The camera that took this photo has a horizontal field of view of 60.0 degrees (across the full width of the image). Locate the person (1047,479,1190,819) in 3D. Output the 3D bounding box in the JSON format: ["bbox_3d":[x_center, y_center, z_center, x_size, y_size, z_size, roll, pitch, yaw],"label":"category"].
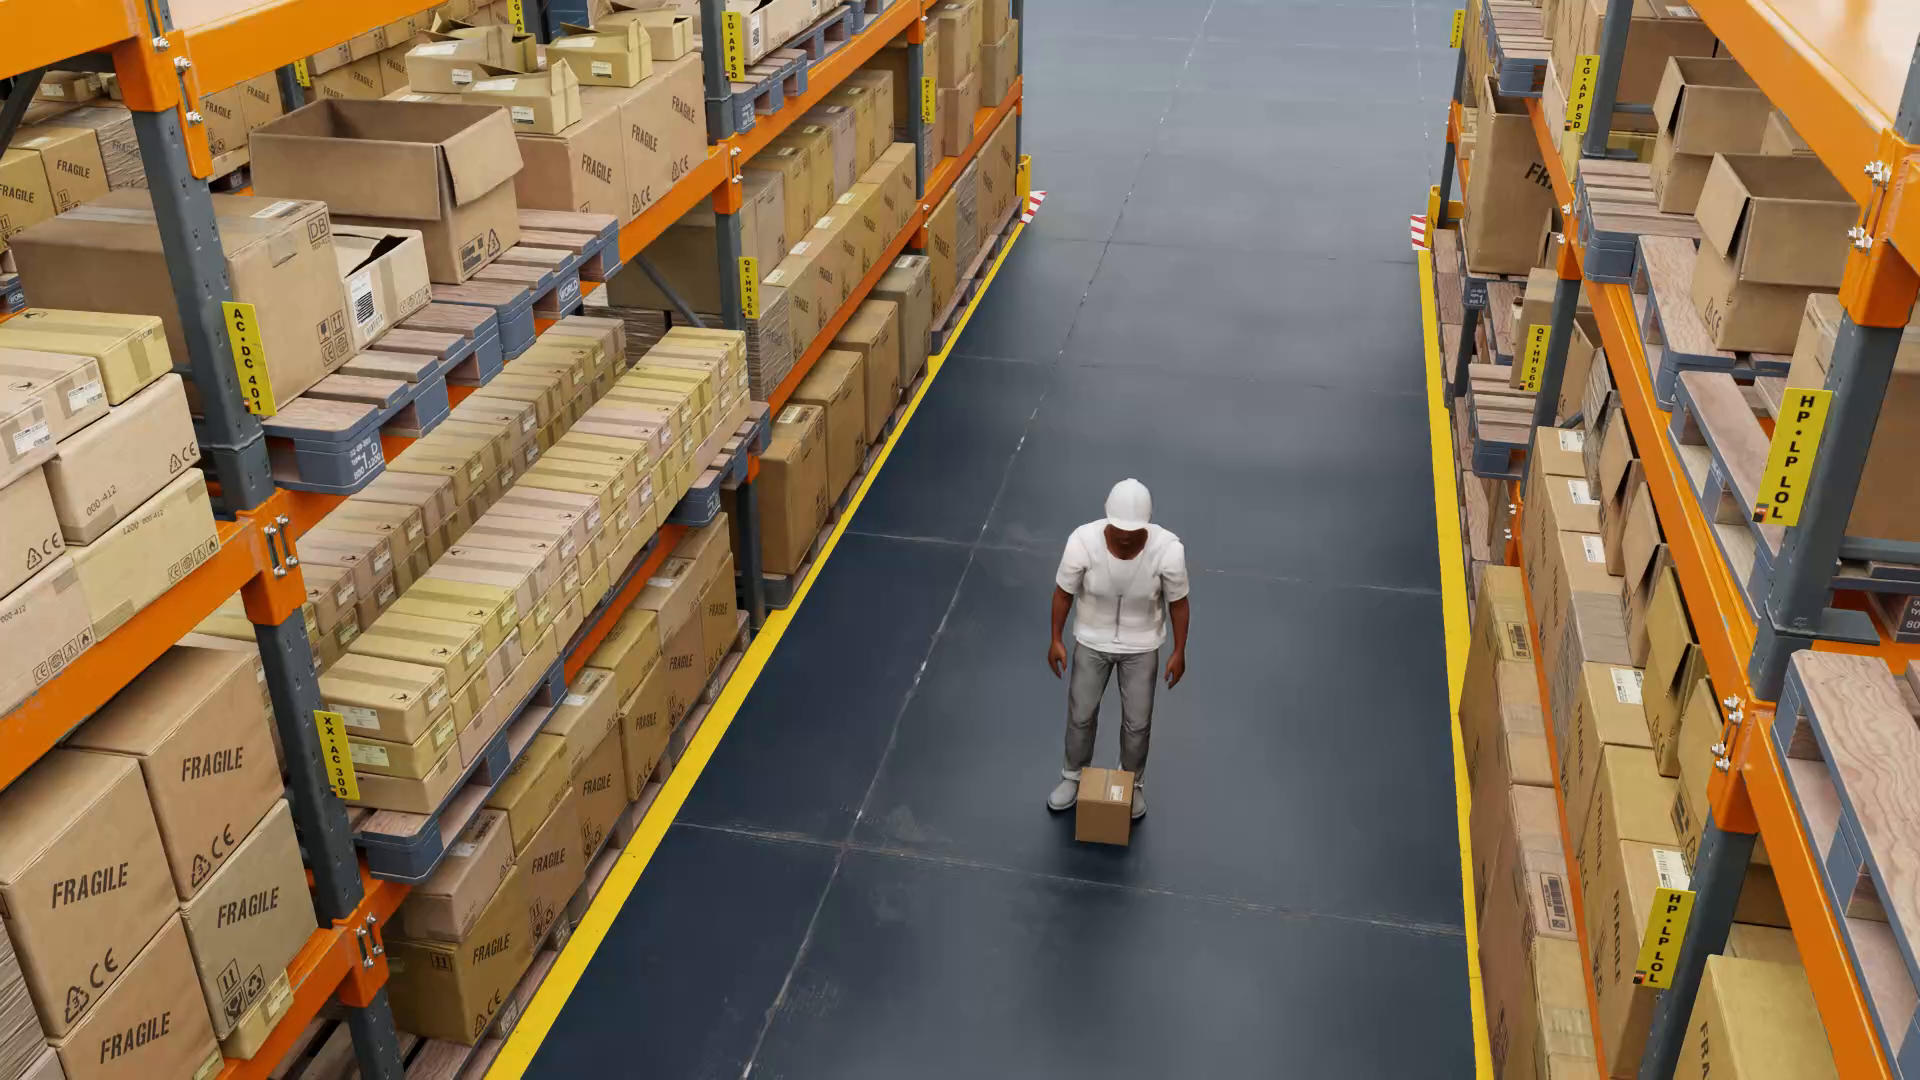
[{"bbox_3d":[0.728,0.492,7.699,0.638,1.761,0.457,5,29,9],"label":"person"}]
